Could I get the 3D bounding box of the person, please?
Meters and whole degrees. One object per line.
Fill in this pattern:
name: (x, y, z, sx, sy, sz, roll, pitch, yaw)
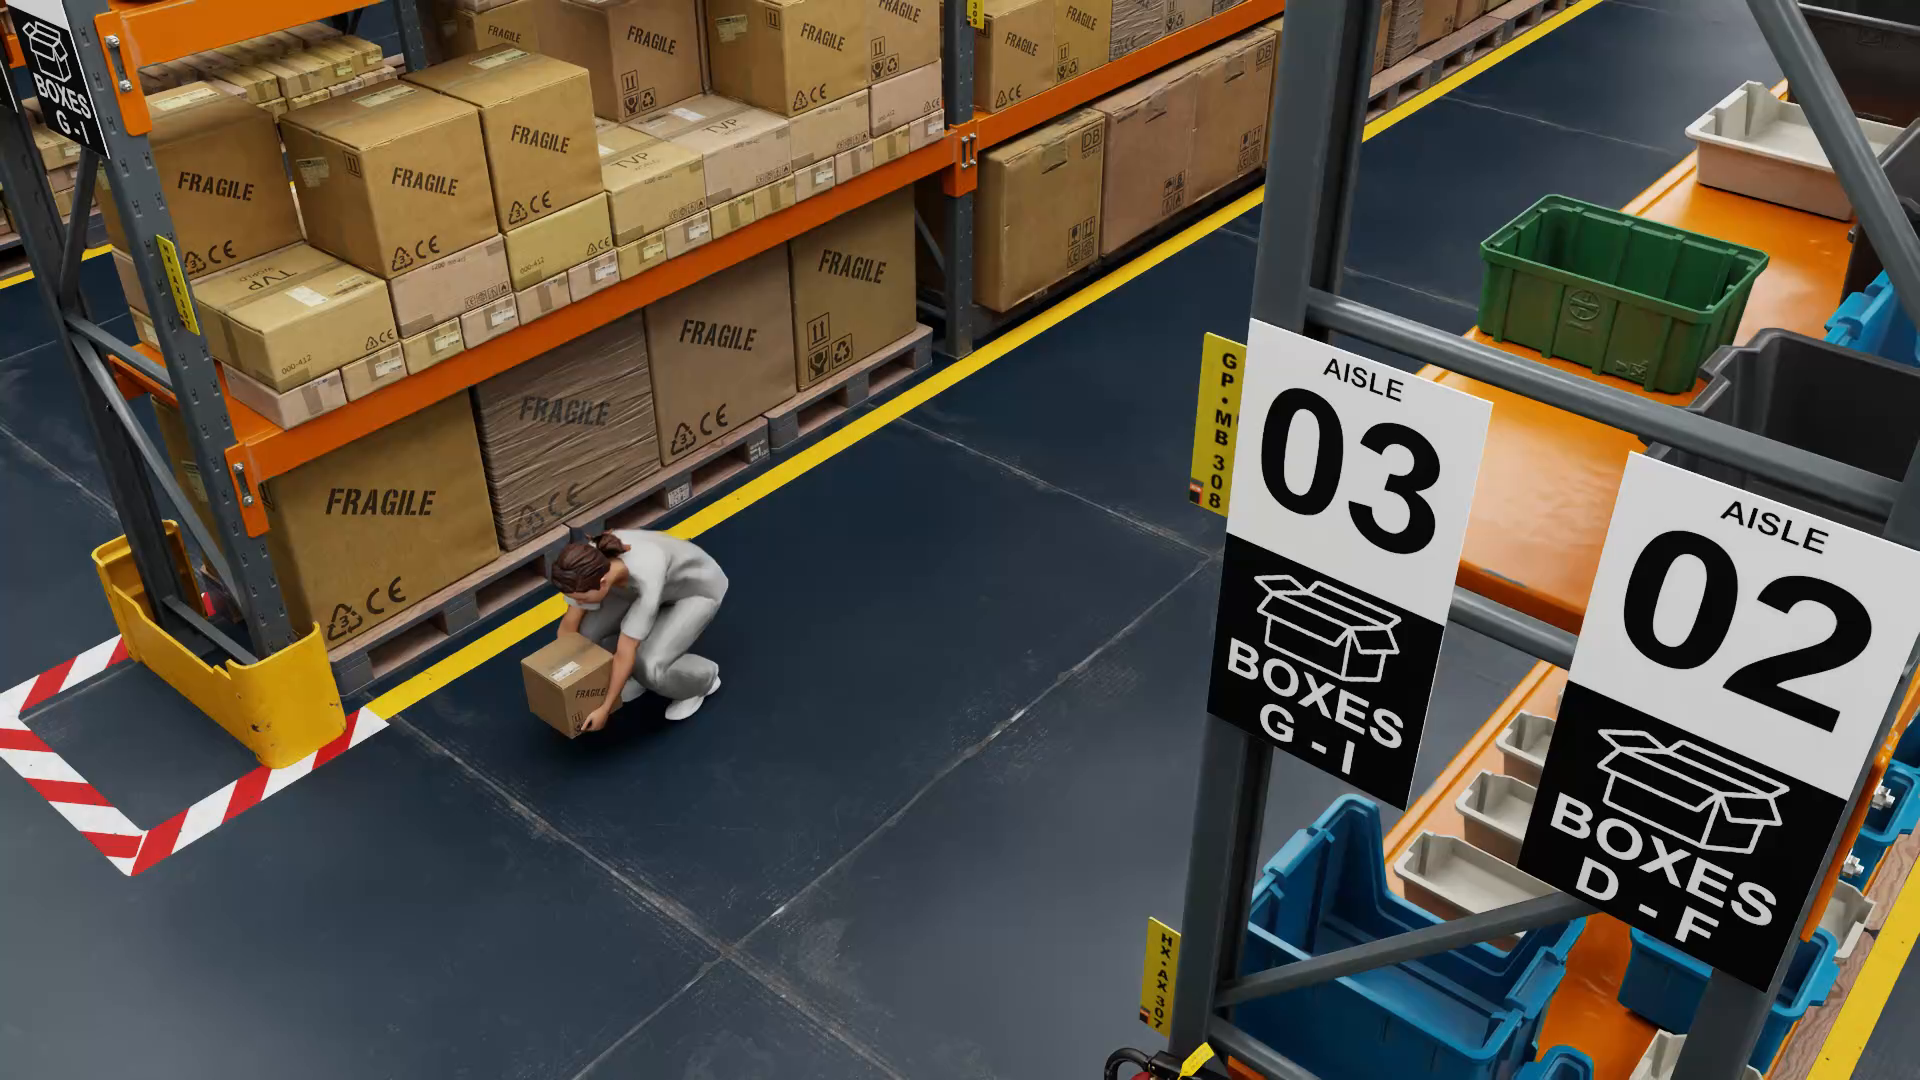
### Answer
person: (-1.246, 0.287, 6.379, 0.454, 0.948, 0.820, 25, 42, 31)
